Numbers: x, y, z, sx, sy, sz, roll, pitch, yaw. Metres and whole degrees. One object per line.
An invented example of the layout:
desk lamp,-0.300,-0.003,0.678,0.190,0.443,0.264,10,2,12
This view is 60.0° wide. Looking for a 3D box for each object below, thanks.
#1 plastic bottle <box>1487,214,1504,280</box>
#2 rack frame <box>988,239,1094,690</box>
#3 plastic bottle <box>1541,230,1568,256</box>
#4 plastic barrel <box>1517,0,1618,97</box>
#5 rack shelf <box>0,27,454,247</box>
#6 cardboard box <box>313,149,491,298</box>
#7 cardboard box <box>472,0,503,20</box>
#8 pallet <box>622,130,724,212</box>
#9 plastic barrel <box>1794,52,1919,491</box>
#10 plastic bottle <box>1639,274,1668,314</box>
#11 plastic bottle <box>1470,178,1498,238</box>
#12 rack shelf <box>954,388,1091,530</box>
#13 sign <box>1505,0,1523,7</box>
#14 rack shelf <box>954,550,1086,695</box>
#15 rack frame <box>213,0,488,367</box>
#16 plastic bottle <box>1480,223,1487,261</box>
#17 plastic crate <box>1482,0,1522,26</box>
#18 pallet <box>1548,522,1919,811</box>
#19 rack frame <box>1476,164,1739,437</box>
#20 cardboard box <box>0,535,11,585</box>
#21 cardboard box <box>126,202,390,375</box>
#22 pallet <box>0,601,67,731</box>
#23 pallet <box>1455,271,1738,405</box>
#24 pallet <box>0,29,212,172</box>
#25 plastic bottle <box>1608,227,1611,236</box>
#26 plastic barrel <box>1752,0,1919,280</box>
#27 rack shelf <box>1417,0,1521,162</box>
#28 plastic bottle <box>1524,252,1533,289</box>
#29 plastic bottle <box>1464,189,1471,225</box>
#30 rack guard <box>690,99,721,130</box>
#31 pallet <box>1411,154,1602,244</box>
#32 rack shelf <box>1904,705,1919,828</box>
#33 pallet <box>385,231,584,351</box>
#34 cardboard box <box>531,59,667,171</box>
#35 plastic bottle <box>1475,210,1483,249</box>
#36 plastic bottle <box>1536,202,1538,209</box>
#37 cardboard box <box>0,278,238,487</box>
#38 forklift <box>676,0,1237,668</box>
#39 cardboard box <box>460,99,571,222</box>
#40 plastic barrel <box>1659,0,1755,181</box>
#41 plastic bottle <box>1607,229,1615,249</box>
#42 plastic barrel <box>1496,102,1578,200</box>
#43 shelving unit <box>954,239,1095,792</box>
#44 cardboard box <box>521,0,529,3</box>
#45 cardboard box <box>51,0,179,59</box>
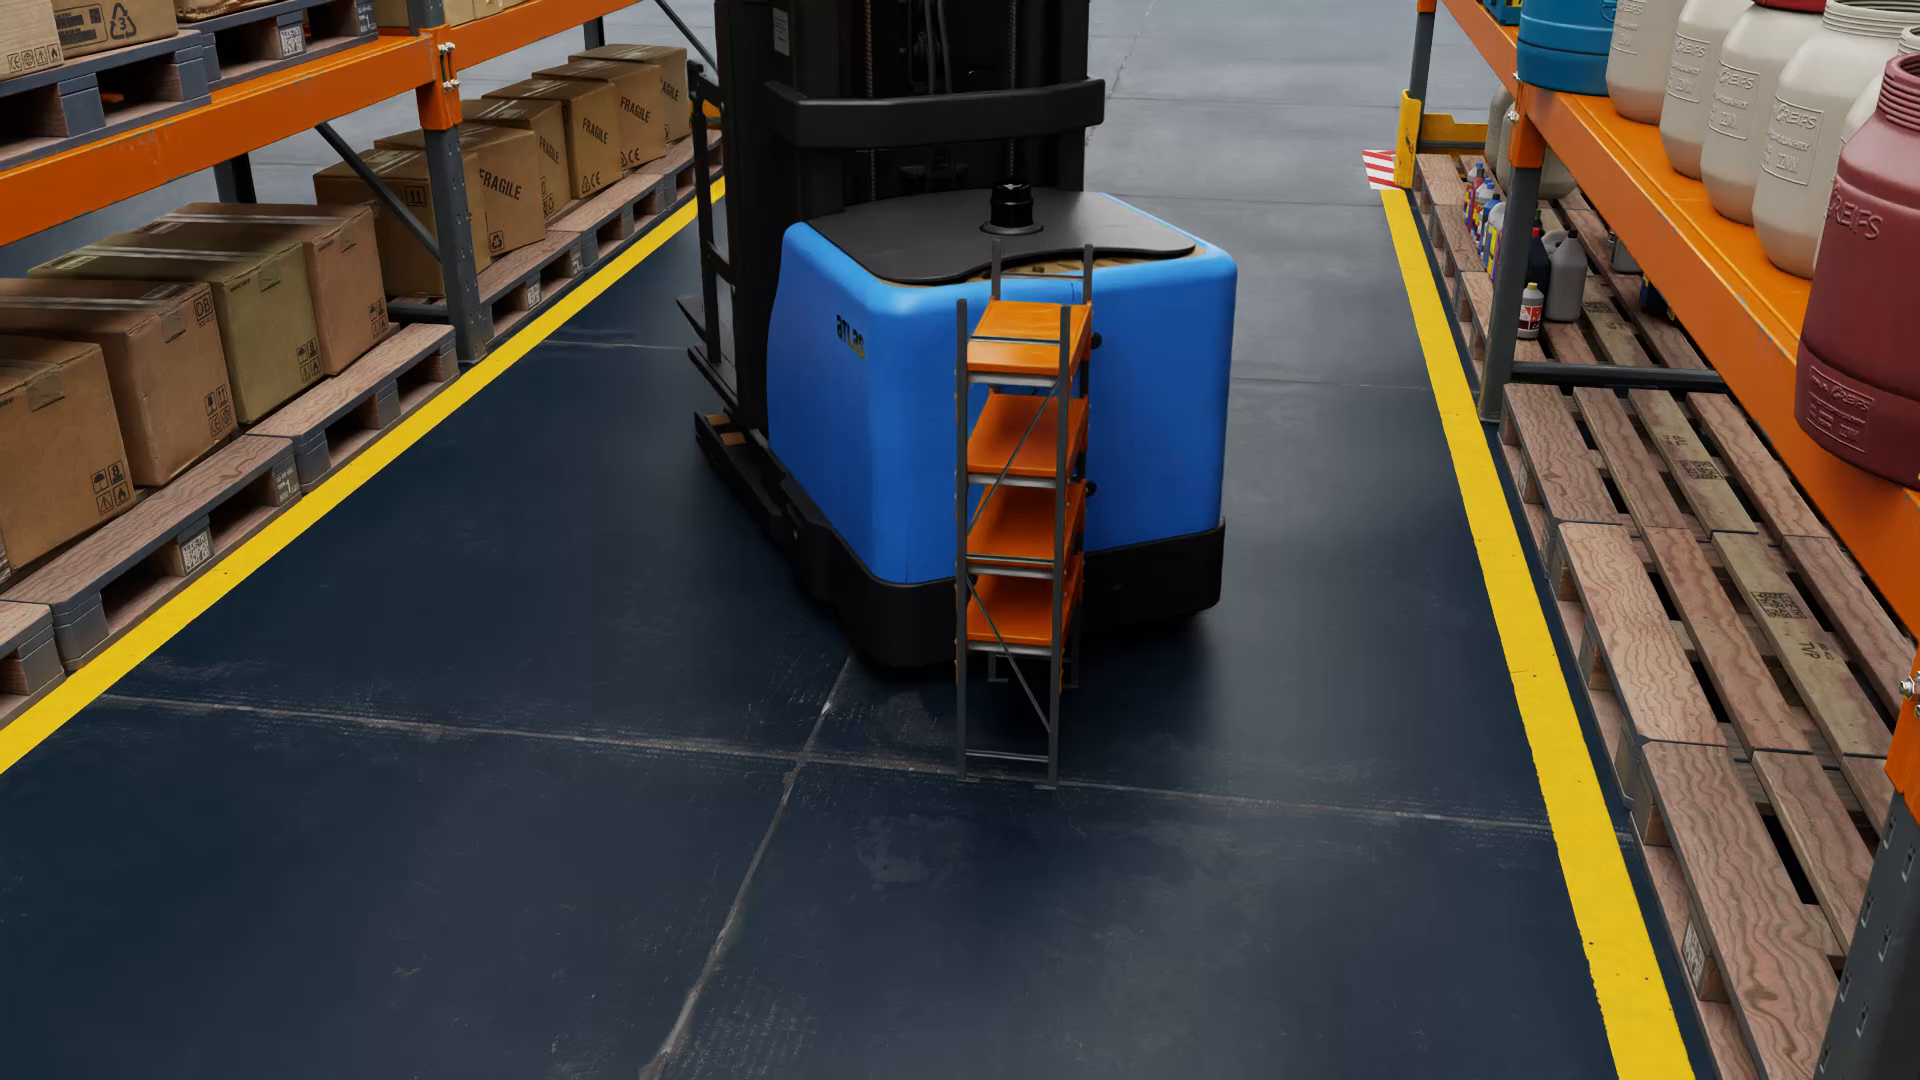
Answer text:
plastic bottle,2.338,-1.285,7.062,0.144,0.351,0.185,4,25,8
rack frame,0.195,-0.159,4.174,0.240,1.200,0.015,4,25,9
plastic bottle,2.436,-1.116,6.789,0.152,0.276,0.135,4,25,9
plastic barrel,2.071,-1.867,5.109,0.600,0.901,0.708,4,25,9
rack shelf,-2.780,-0.961,4.614,1.077,0.370,4.000,4,25,9
cardboard box,-2.348,-1.346,7.041,0.500,0.500,0.500,3,25,7
cardboard box,-2.068,-2.182,6.671,0.380,0.149,0.250,4,25,9
pallet,-1.980,-2.164,9.625,1.003,0.211,1.213,4,25,9
plastic barrel,1.556,-0.384,2.372,0.600,0.536,0.708,4,25,9
plastic bottle,2.832,-1.099,6.665,0.144,0.351,0.185,4,25,9
plastic bottle,2.427,-1.537,7.694,0.097,0.271,0.097,0,25,0
rack shelf,0.154,-0.198,3.889,0.258,0.148,0.480,4,25,9
sign,1.892,-1.948,5.548,0.100,0.325,0.005,4,25,9
rack shelf,0.154,0.184,4.068,0.258,0.148,0.480,4,25,9
rack frame,-2.453,-2.123,6.248,1.000,3.000,0.127,4,25,9
plastic bottle,2.361,-1.336,7.348,0.097,0.201,0.097,0,25,0
plastic crate,2.346,-2.195,6.576,0.499,0.251,0.616,4,25,9
pallet,2.146,0.325,4.306,1.003,0.211,1.213,4,25,9
rack frame,2.433,-1.780,5.515,1.000,3.000,0.127,4,25,9
cardboard box,-2.939,-0.032,4.210,0.700,0.500,0.500,2,25,4
cardboard box,-2.575,-0.935,6.140,0.700,0.500,0.500,2,25,4
pallet,-2.978,0.486,3.963,1.003,0.211,1.213,4,25,9
pallet,2.584,-0.795,6.700,1.003,0.211,1.213,4,25,9
pallet,-2.824,-1.194,4.490,1.003,0.211,1.213,4,25,9
plastic bottle,3.046,-1.527,7.660,0.061,0.283,0.133,4,25,9
plastic barrel,1.806,-0.779,3.245,0.421,0.512,0.421,0,25,0
rack shelf,2.760,-2.291,7.455,1.077,0.370,4.000,4,25,9
plastic bottle,2.186,-0.973,6.476,0.061,0.283,0.133,5,26,11
plastic bottle,2.466,-1.605,7.923,0.097,0.201,0.097,0,25,0
rack guard,-1.812,-2.633,10.284,1.175,0.500,0.348,4,25,9
pallet,2.983,-1.816,8.880,1.003,0.211,1.213,4,25,9
rack shelf,1.453,1.055,0.307,1.077,0.370,4.000,4,25,9
pallet,-2.378,-1.144,7.445,1.003,0.211,1.213,4,25,9
cardboard box,-1.982,-2.342,9.169,0.500,0.500,0.500,11,27,22
plastic bottle,2.395,-1.422,7.531,0.097,0.201,0.097,0,25,0
plastic bottle,2.474,-1.315,7.205,0.061,0.283,0.133,4,25,9
cardboard box,-2.762,-0.503,5.216,0.700,0.500,0.500,2,25,4
forklift,-0.285,-1.591,5.191,1.130,2.935,3.031,-10,27,-20
cardboard box,-2.238,-1.851,8.120,0.500,0.500,0.500,2,25,4
plastic barrel,1.941,-1.150,4.008,0.433,0.535,0.433,0,25,0
plastic bottle,3.002,-1.426,7.540,0.097,0.201,0.097,0,25,0
plastic barrel,2.973,-2.027,8.480,0.421,0.512,0.421,0,25,0
shelving unit,0.154,-0.057,3.956,0.258,1.200,0.503,4,25,9
cardboard box,-2.023,-2.394,7.123,0.380,0.149,0.250,4,25,9
cardboard box,-2.645,-1.629,4.575,0.797,0.503,0.637,7,26,14
